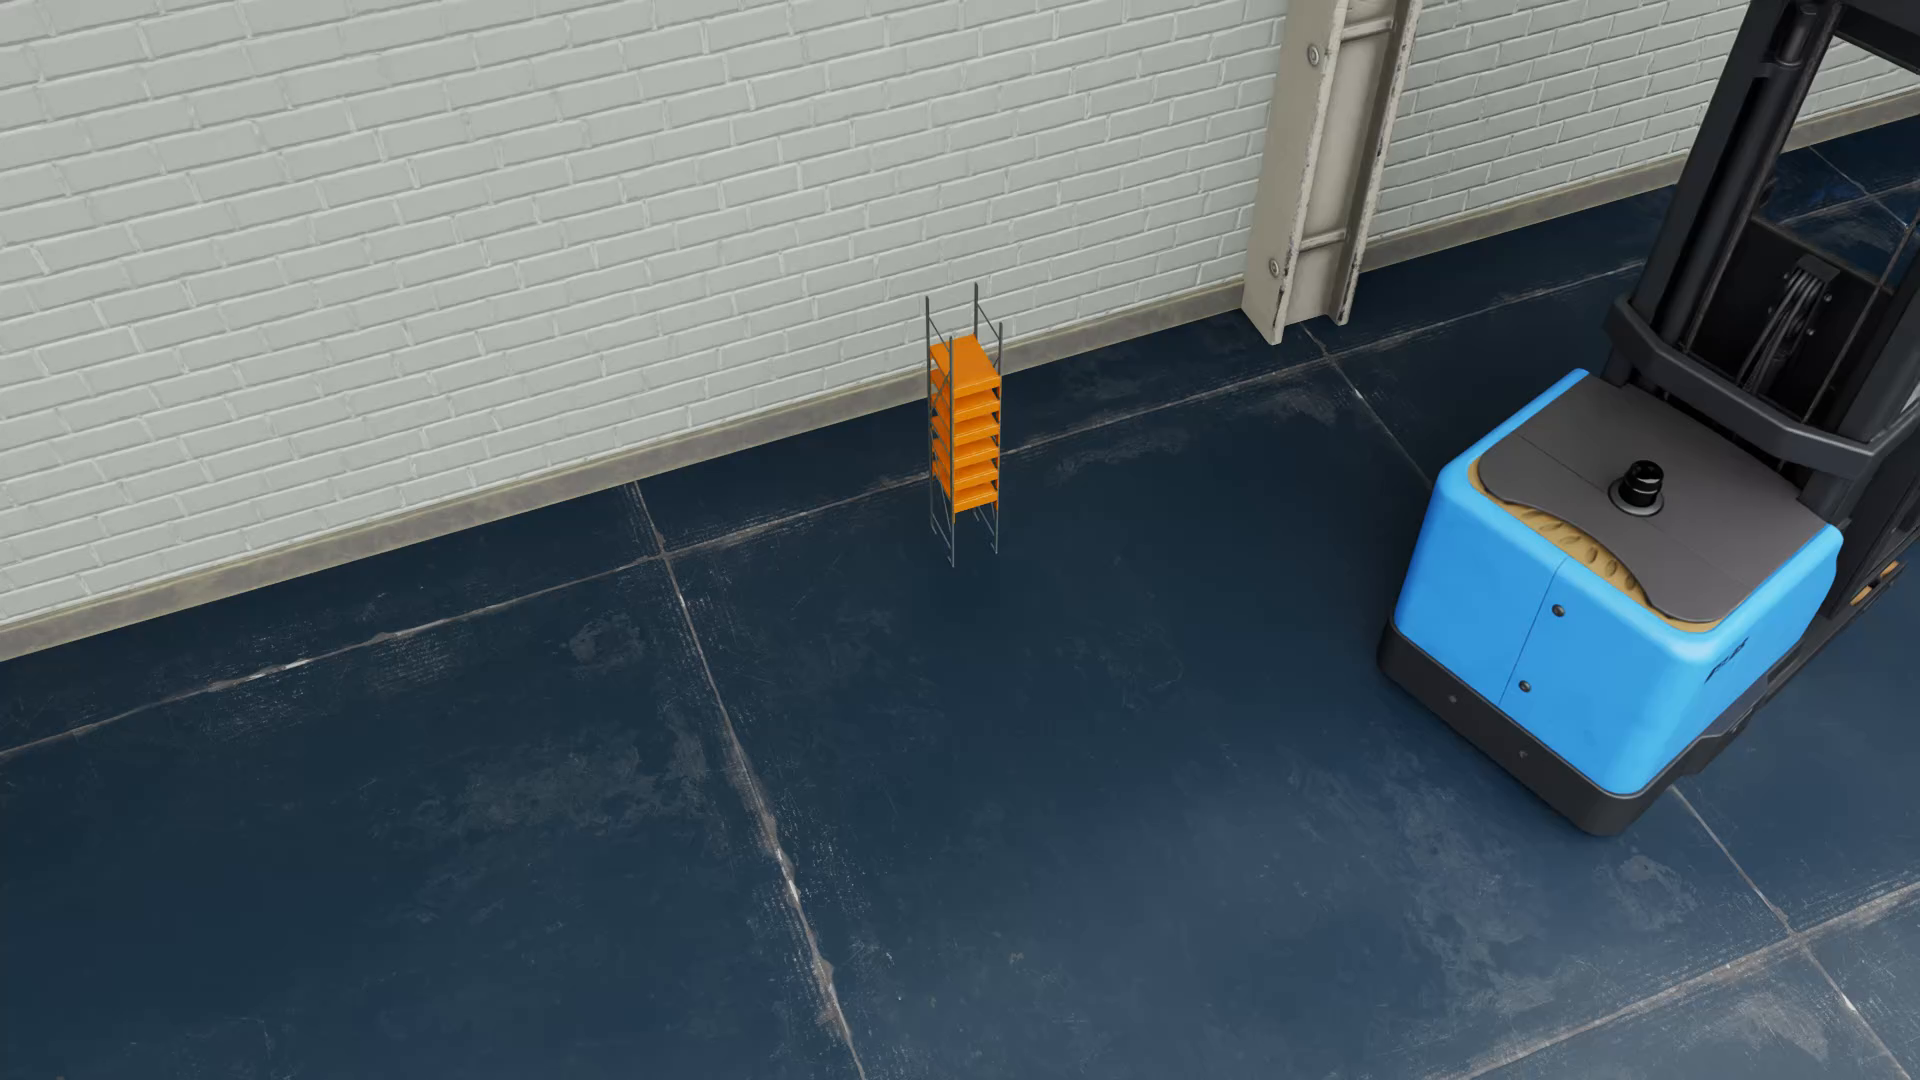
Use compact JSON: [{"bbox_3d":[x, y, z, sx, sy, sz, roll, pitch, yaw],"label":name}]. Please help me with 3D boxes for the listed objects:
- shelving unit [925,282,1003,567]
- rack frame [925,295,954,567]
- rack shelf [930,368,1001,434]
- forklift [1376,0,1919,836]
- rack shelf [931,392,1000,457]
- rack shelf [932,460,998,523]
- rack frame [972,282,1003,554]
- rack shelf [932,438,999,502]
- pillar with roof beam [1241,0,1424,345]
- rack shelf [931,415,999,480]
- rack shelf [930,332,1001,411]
[{"bbox_3d":[0.013,-0.395,6.139,0.189,1.200,0.258,-17,52,-14],"label":"shelving unit"},{"bbox_3d":[-0.071,-0.369,6.117,0.006,1.200,0.240,-17,52,-14],"label":"rack frame"},{"bbox_3d":[0.013,-0.522,5.991,0.180,0.103,0.258,-17,52,-14],"label":"rack shelf"},{"bbox_3d":[2.981,-0.920,5.449,3.031,2.935,1.130,-33,57,-25],"label":"forklift"},{"bbox_3d":[0.013,-0.444,6.082,0.180,0.103,0.258,-17,52,-14],"label":"rack shelf"},{"bbox_3d":[0.013,-0.210,6.355,0.180,0.103,0.258,-17,52,-14],"label":"rack shelf"},{"bbox_3d":[0.098,-0.421,6.162,0.006,1.200,0.240,-17,52,-14],"label":"rack frame"},{"bbox_3d":[0.013,-0.288,6.264,0.180,0.103,0.258,-17,52,-14],"label":"rack shelf"},{"bbox_3d":[3.122,-0.930,1.458,0.400,9.000,9.100,-17,52,-14],"label":"pillar with roof beam"},{"bbox_3d":[0.013,-0.366,6.173,0.180,0.103,0.258,-17,52,-14],"label":"rack shelf"},{"bbox_3d":[0.013,-0.601,5.900,0.180,0.103,0.258,-17,52,-14],"label":"rack shelf"}]
